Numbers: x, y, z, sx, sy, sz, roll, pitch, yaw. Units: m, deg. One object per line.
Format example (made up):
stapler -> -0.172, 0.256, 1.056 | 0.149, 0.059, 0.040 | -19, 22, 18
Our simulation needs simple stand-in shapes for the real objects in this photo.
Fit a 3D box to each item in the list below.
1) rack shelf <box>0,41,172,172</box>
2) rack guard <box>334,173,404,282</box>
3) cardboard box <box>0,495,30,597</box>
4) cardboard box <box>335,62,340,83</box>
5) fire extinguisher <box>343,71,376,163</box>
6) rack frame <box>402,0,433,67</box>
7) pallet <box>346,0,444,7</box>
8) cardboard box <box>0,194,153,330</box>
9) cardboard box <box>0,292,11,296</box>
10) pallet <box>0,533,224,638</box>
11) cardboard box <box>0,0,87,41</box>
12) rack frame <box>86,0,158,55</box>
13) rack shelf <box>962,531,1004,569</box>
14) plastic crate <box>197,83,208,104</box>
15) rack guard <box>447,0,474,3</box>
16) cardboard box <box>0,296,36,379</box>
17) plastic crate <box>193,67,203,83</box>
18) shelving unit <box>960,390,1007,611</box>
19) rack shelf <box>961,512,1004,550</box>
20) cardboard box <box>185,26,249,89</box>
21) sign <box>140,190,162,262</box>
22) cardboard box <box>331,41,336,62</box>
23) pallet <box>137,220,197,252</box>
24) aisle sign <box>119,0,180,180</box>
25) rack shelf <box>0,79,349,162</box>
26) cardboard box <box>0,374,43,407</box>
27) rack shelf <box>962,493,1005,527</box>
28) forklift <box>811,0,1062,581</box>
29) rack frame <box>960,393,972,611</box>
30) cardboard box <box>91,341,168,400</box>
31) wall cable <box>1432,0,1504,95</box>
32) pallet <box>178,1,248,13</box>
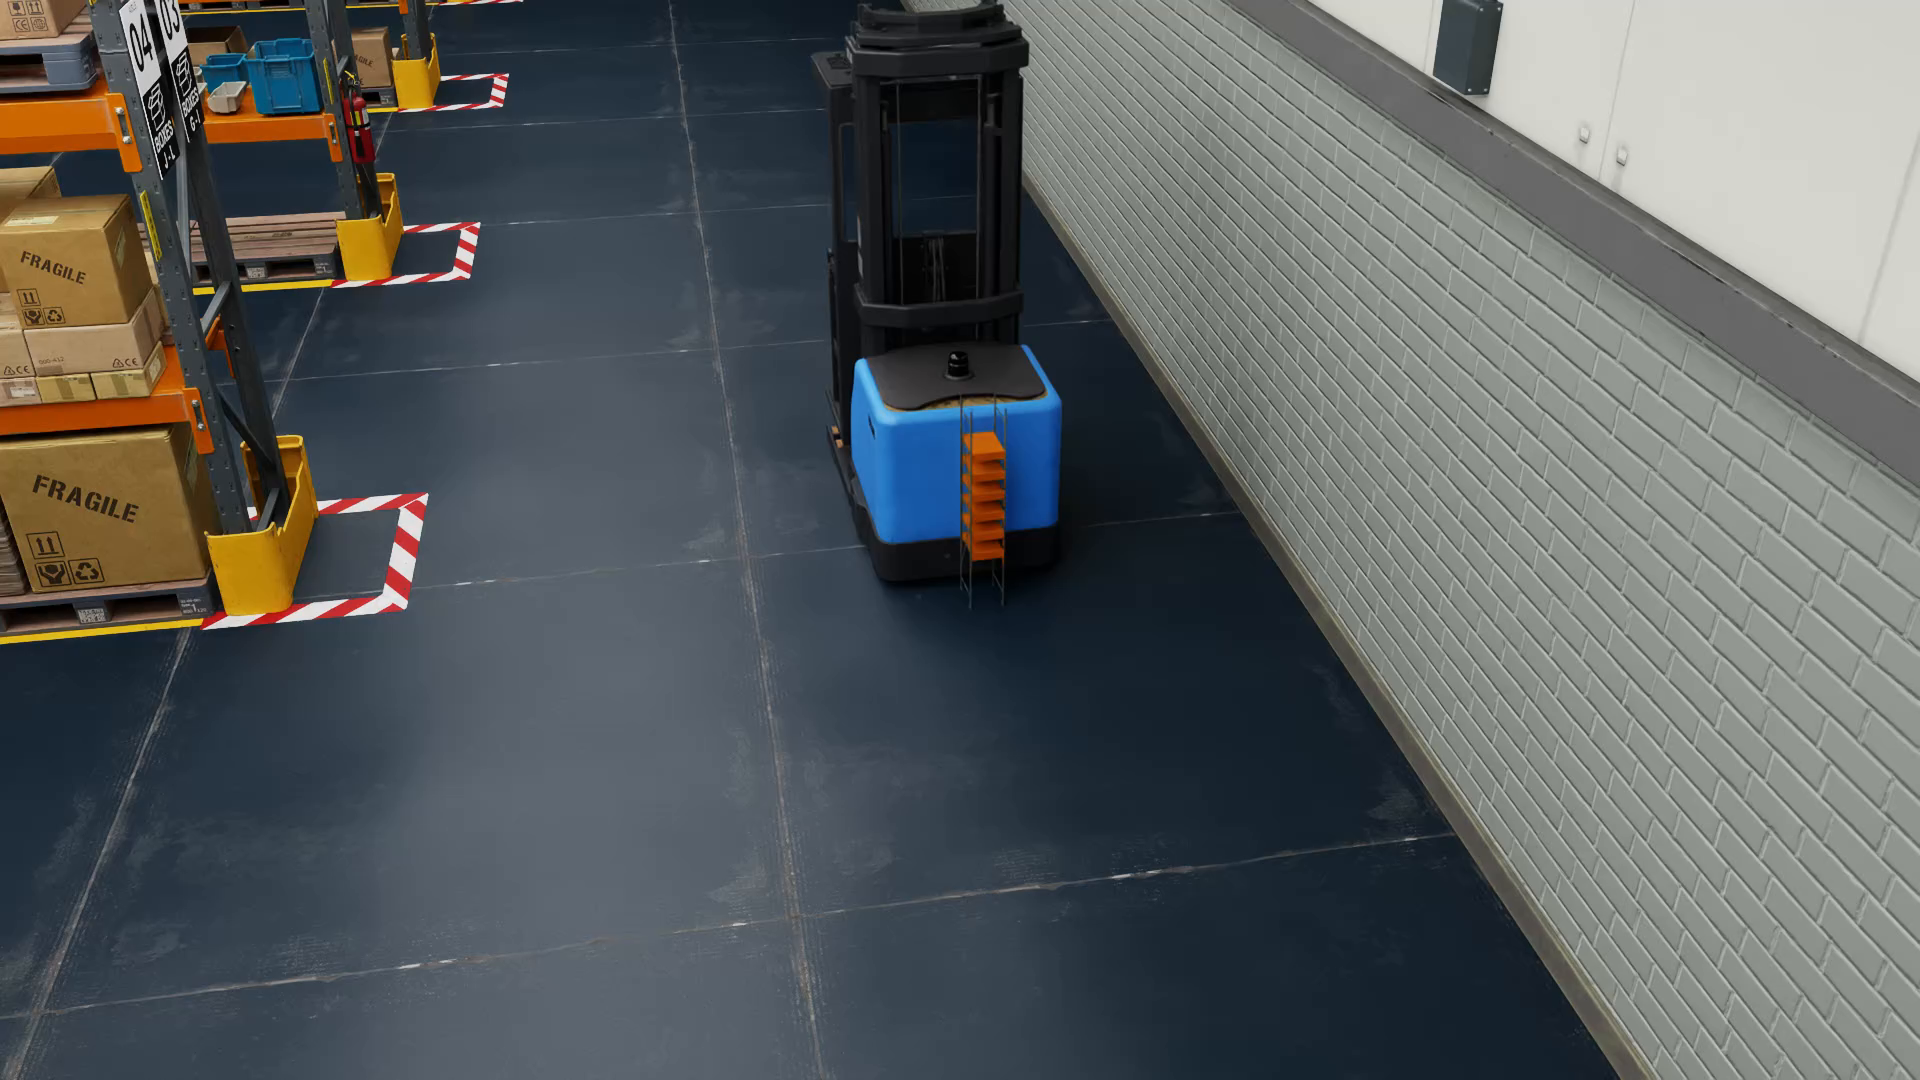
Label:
rack shelf -> -5.930, -1.977, 7.904 | 4.000, 0.370, 1.077 | -5, 31, -9
rack guard -> -4.833, -2.578, 13.640 | 0.348, 0.500, 1.175 | -5, 31, -9
cardboard box -> -5.473, -0.261, 8.916 | 0.875, 0.875, 0.875 | -5, 31, -9
cardboard box -> -6.648, -4.920, 17.520 | 0.250, 0.166, 0.380 | -5, 31, -9
fire extinguisher -> -4.624, -3.240, 12.744 | 0.183, 0.674, 0.296 | -5, 31, -9
rack frame -> -5.743, -6.116, 17.193 | 0.127, 3.000, 1.000 | -5, 31, -9
pallet -> -7.411, -7.272, 21.909 | 1.213, 0.211, 1.003 | -5, 31, -9
cardboard box -> -4.394, -1.388, 8.266 | 0.500, 0.500, 0.500 | -5, 31, -8
cardboard box -> -4.993, -1.281, 8.823 | 0.500, 0.250, 0.500 | -6, 31, -10
pallet -> -4.735, 0.137, 9.309 | 1.213, 0.211, 1.003 | -5, 31, -9
cardboard box -> -4.464, -2.663, 7.749 | 0.500, 0.500, 0.700 | -7, 31, -12
rack frame -> -3.962, -3.763, 7.272 | 0.127, 3.000, 1.000 | -5, 31, -9
rack shelf -> 0.121, 0.044, 9.052 | 0.180, 0.103, 0.258 | -7, 31, -12
plastic crate -> -5.912, -3.375, 12.731 | 0.243, 0.136, 0.396 | -5, 31, -9
rack guard -> -6.615, -7.511, 22.030 | 0.348, 0.500, 1.175 | -5, 31, -9
cardboard box -> -4.890, -1.018, 8.377 | 0.500, 0.250, 0.500 | -6, 31, -10
plastic crate -> -6.154, -3.650, 13.200 | 0.298, 0.136, 0.250 | -5, 31, -9
shelving unit -> 0.121, -0.201, 8.908 | 0.189, 1.200, 0.258 | -7, 31, -12
rack shelf -> 0.121, -0.059, 8.991 | 0.180, 0.103, 0.258 | -7, 31, -12
cardboard box -> -7.831, -5.039, 17.389 | 0.637, 0.503, 0.797 | -5, 31, -9
sign -> -3.878, -1.506, 7.977 | 0.005, 0.325, 0.100 | -5, 31, -9
cardboard box -> -6.821, -5.167, 17.857 | 0.500, 0.250, 0.500 | -5, 31, -9
pallet -> -6.870, -2.279, 13.417 | 1.213, 0.211, 1.003 | -5, 31, -9
aisle sign -> -3.838, -2.155, 7.890 | 0.004, 0.787, 0.394 | -5, 31, -9
rack shelf -> -6.822, -3.154, 12.864 | 4.000, 0.370, 1.077 | -5, 31, -9
cardboard box -> -4.757, -0.825, 8.442 | 0.250, 0.149, 0.380 | -5, 31, -9
rack shelf -> 0.121, -0.163, 8.930 | 0.180, 0.103, 0.258 | -7, 31, -12
forklift -> -0.242, -1.768, 9.864 | 1.130, 2.935, 3.031 | -6, 31, -10
rack frame -> 0.032, -0.190, 8.889 | 0.006, 1.200, 0.240 | -7, 31, -12
cardboard box -> -4.253, -0.872, 8.522 | 0.250, 0.149, 0.380 | -5, 31, -8
wall cable -> 2.220, -3.948, 4.412 | 0.120, 5.999, 2.277 | -5, 31, -9
pallet -> -9.811, -7.049, 21.530 | 1.213, 0.211, 1.003 | -5, 31, -9
